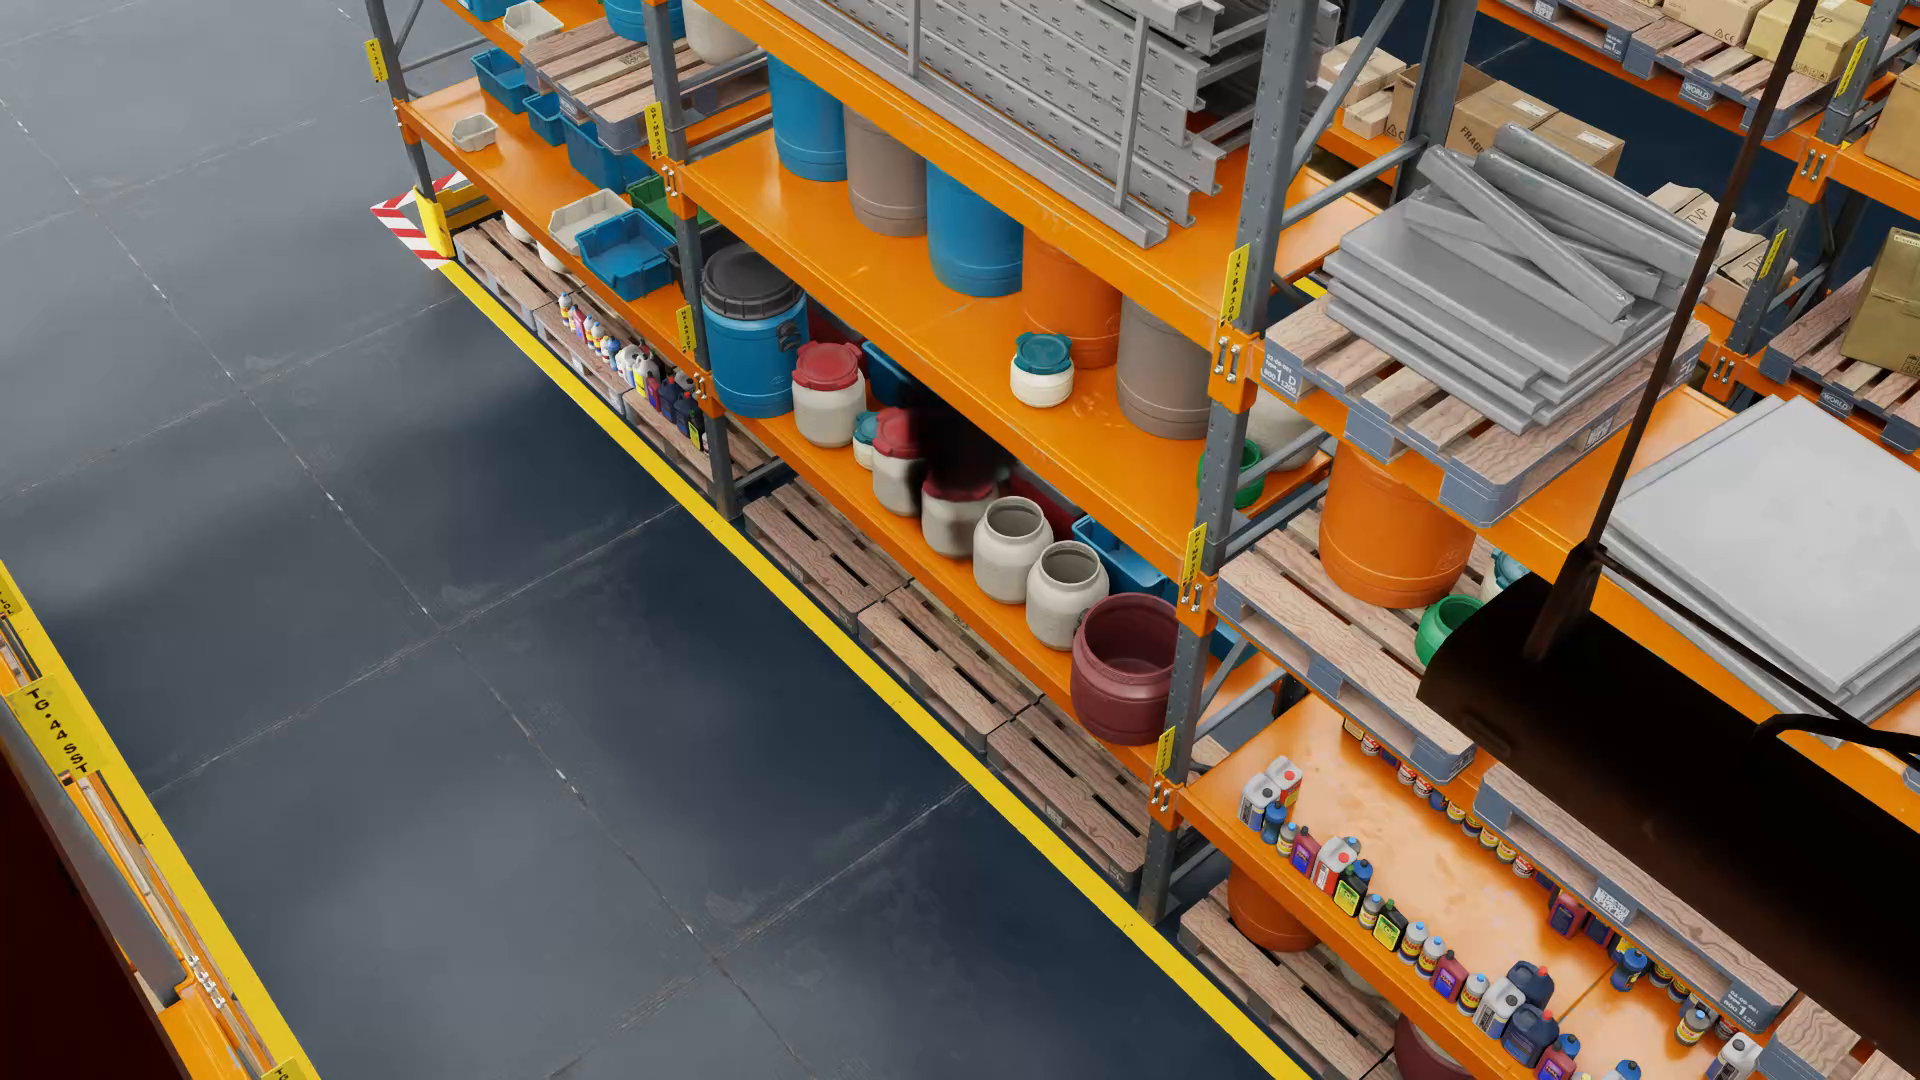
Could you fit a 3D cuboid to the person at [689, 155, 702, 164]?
[{"bbox_3d":[-2.281,-3.522,13.220,0.745,1.646,0.593,29,53,25],"label":"person"}]
